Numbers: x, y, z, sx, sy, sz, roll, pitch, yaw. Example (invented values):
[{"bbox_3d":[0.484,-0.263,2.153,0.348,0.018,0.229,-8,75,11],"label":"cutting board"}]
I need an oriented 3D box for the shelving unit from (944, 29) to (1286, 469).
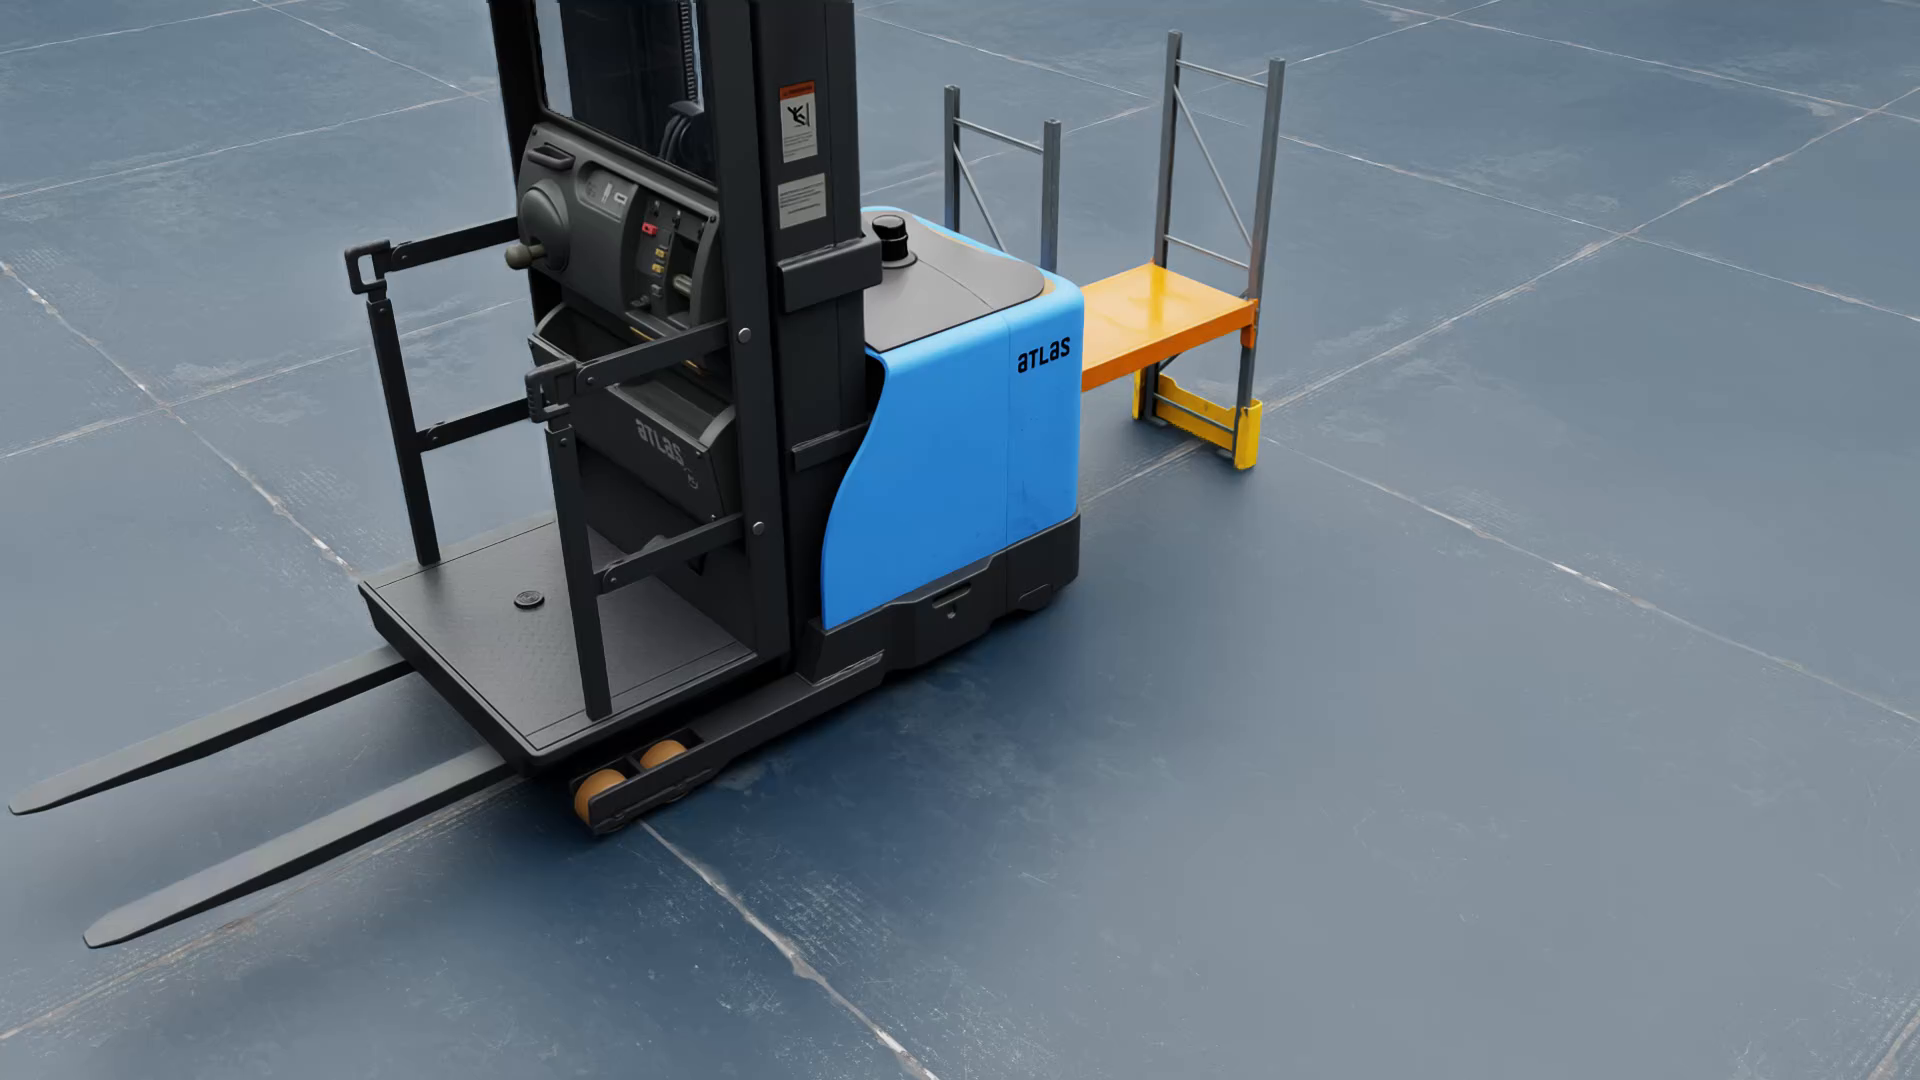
[{"bbox_3d":[0.516,-0.859,5.718,1.083,1.500,0.587,-24,39,-34],"label":"shelving unit"}]

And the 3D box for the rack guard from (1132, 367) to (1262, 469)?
[{"bbox_3d":[0.893,-0.496,6.321,0.087,0.250,0.587,-24,39,-34],"label":"rack guard"}]

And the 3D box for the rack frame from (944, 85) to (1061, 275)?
[{"bbox_3d":[0.124,-0.683,5.429,0.032,1.500,0.500,-24,39,-34],"label":"rack frame"}]

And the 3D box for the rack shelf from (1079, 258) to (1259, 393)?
[{"bbox_3d":[0.509,-0.703,5.807,1.000,0.185,0.538,-24,39,-34],"label":"rack shelf"}]

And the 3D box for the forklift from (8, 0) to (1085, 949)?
[{"bbox_3d":[-1.058,-0.775,4.207,3.031,2.935,1.130,-24,39,-34],"label":"forklift"}]

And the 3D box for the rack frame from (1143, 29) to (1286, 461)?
[{"bbox_3d":[0.894,-1.029,5.996,0.032,1.500,0.500,-24,39,-34],"label":"rack frame"}]
